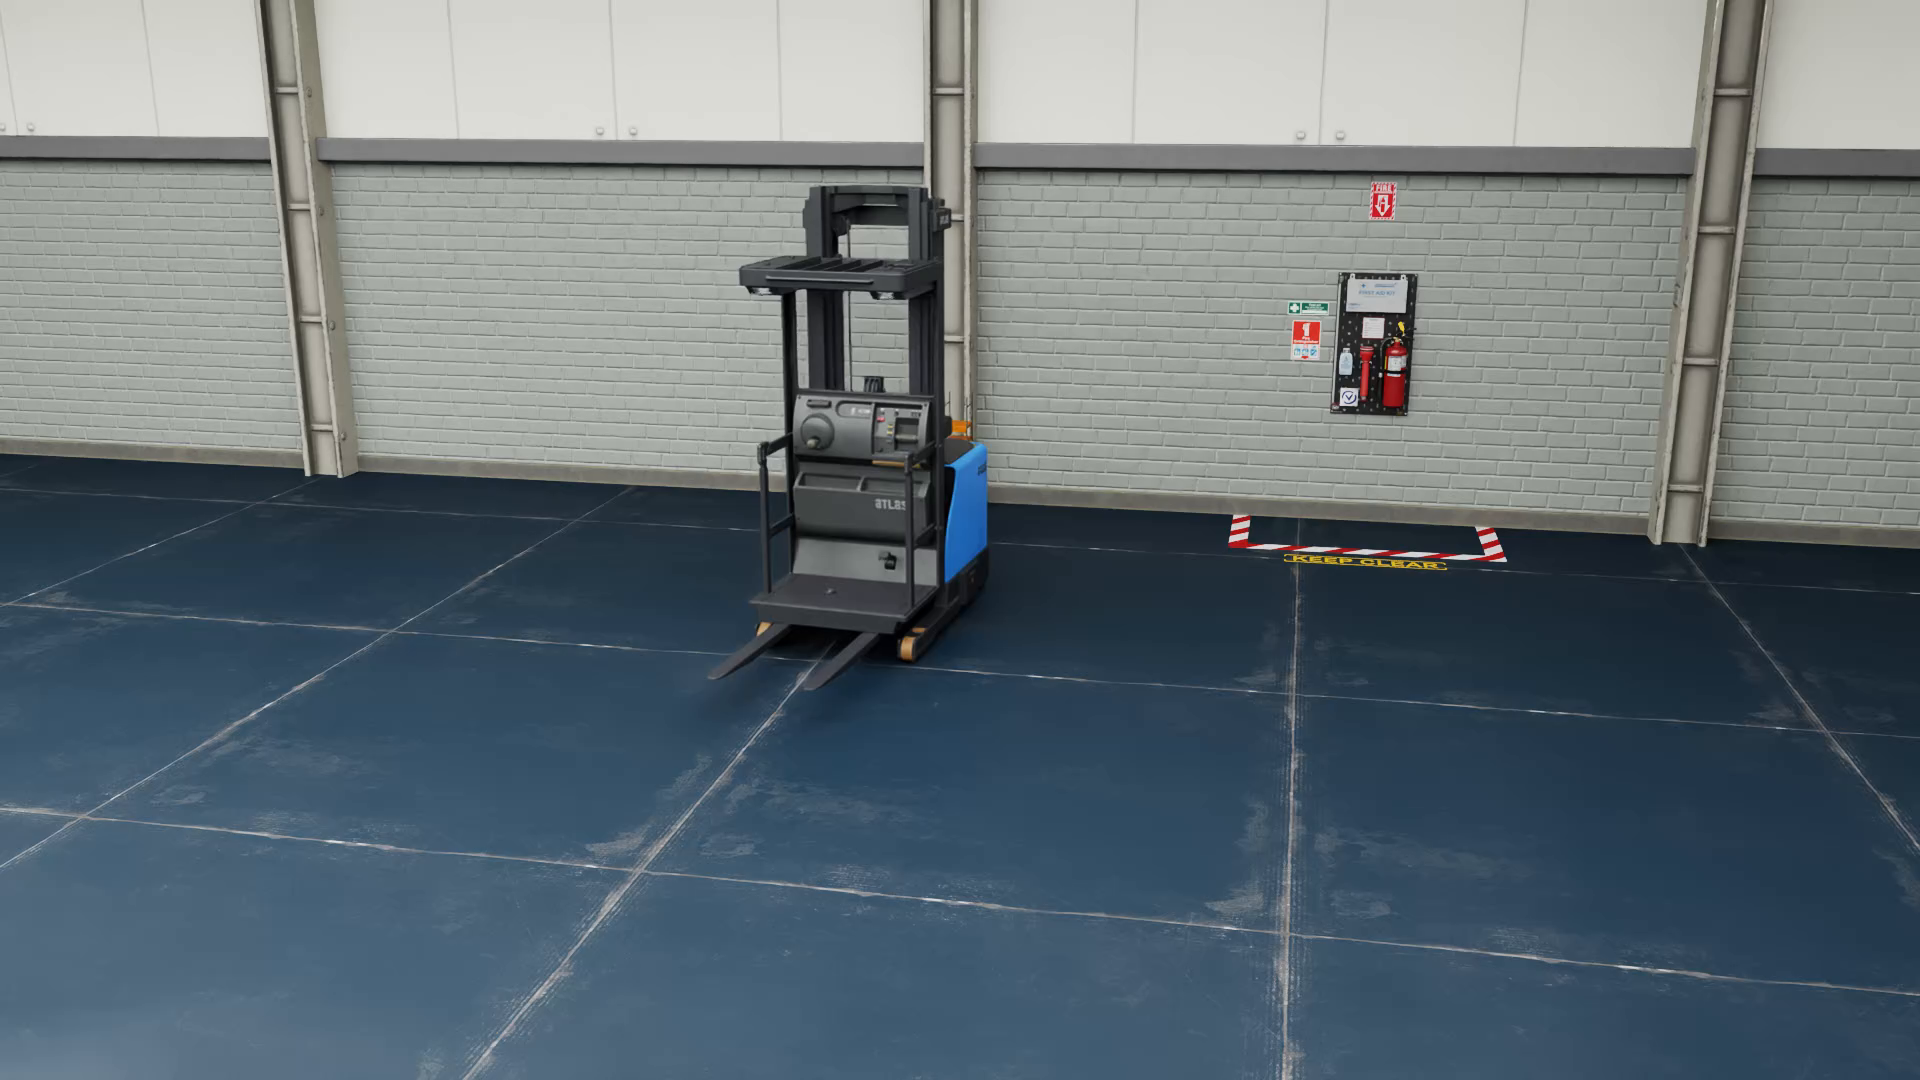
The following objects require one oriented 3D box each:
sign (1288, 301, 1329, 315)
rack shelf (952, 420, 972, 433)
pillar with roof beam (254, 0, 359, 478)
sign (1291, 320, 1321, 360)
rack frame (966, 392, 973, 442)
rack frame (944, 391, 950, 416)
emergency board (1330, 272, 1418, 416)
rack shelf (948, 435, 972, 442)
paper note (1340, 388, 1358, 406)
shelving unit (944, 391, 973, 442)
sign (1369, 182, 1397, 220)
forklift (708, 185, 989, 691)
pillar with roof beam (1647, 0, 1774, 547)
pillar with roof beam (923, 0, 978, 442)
[{"bbox_3d":[2.872,-1.910,13.710,0.331,0.109,0.001,3,16,11],"label":"sign"},{"bbox_3d":[-0.014,-0.883,13.250,0.180,0.103,0.258,3,16,11],"label":"rack shelf"},{"bbox_3d":[-6.813,-3.846,10.519,0.400,9.000,9.100,3,16,11],"label":"pillar with roof beam"},{"bbox_3d":[2.869,-1.658,13.790,0.234,0.329,0.001,3,16,11],"label":"sign"},{"bbox_3d":[0.075,-0.574,13.317,0.006,1.200,0.240,3,16,11],"label":"rack frame"},{"bbox_3d":[-0.104,-0.584,13.352,0.006,1.200,0.240,3,16,11],"label":"rack frame"},{"bbox_3d":[3.391,-1.584,13.592,0.643,1.169,0.194,3,16,11],"label":"emergency board"},{"bbox_3d":[-0.014,-0.767,13.282,0.180,0.103,0.258,3,16,11],"label":"rack shelf"},{"bbox_3d":[3.231,-1.187,13.808,0.142,0.148,0.016,3,16,11],"label":"paper note"},{"bbox_3d":[-0.014,-0.579,13.335,0.189,1.200,0.258,3,16,11],"label":"shelving unit"},{"bbox_3d":[3.403,-2.728,13.378,0.199,0.298,0.001,3,16,11],"label":"sign"},{"bbox_3d":[-0.711,-0.749,10.704,1.130,2.935,3.031,5,16,17],"label":"forklift"},{"bbox_3d":[4.947,-3.208,8.214,0.400,9.000,9.100,3,16,11],"label":"pillar with roof beam"},{"bbox_3d":[-0.933,-3.527,9.367,0.400,9.000,9.100,3,16,11],"label":"pillar with roof beam"}]
